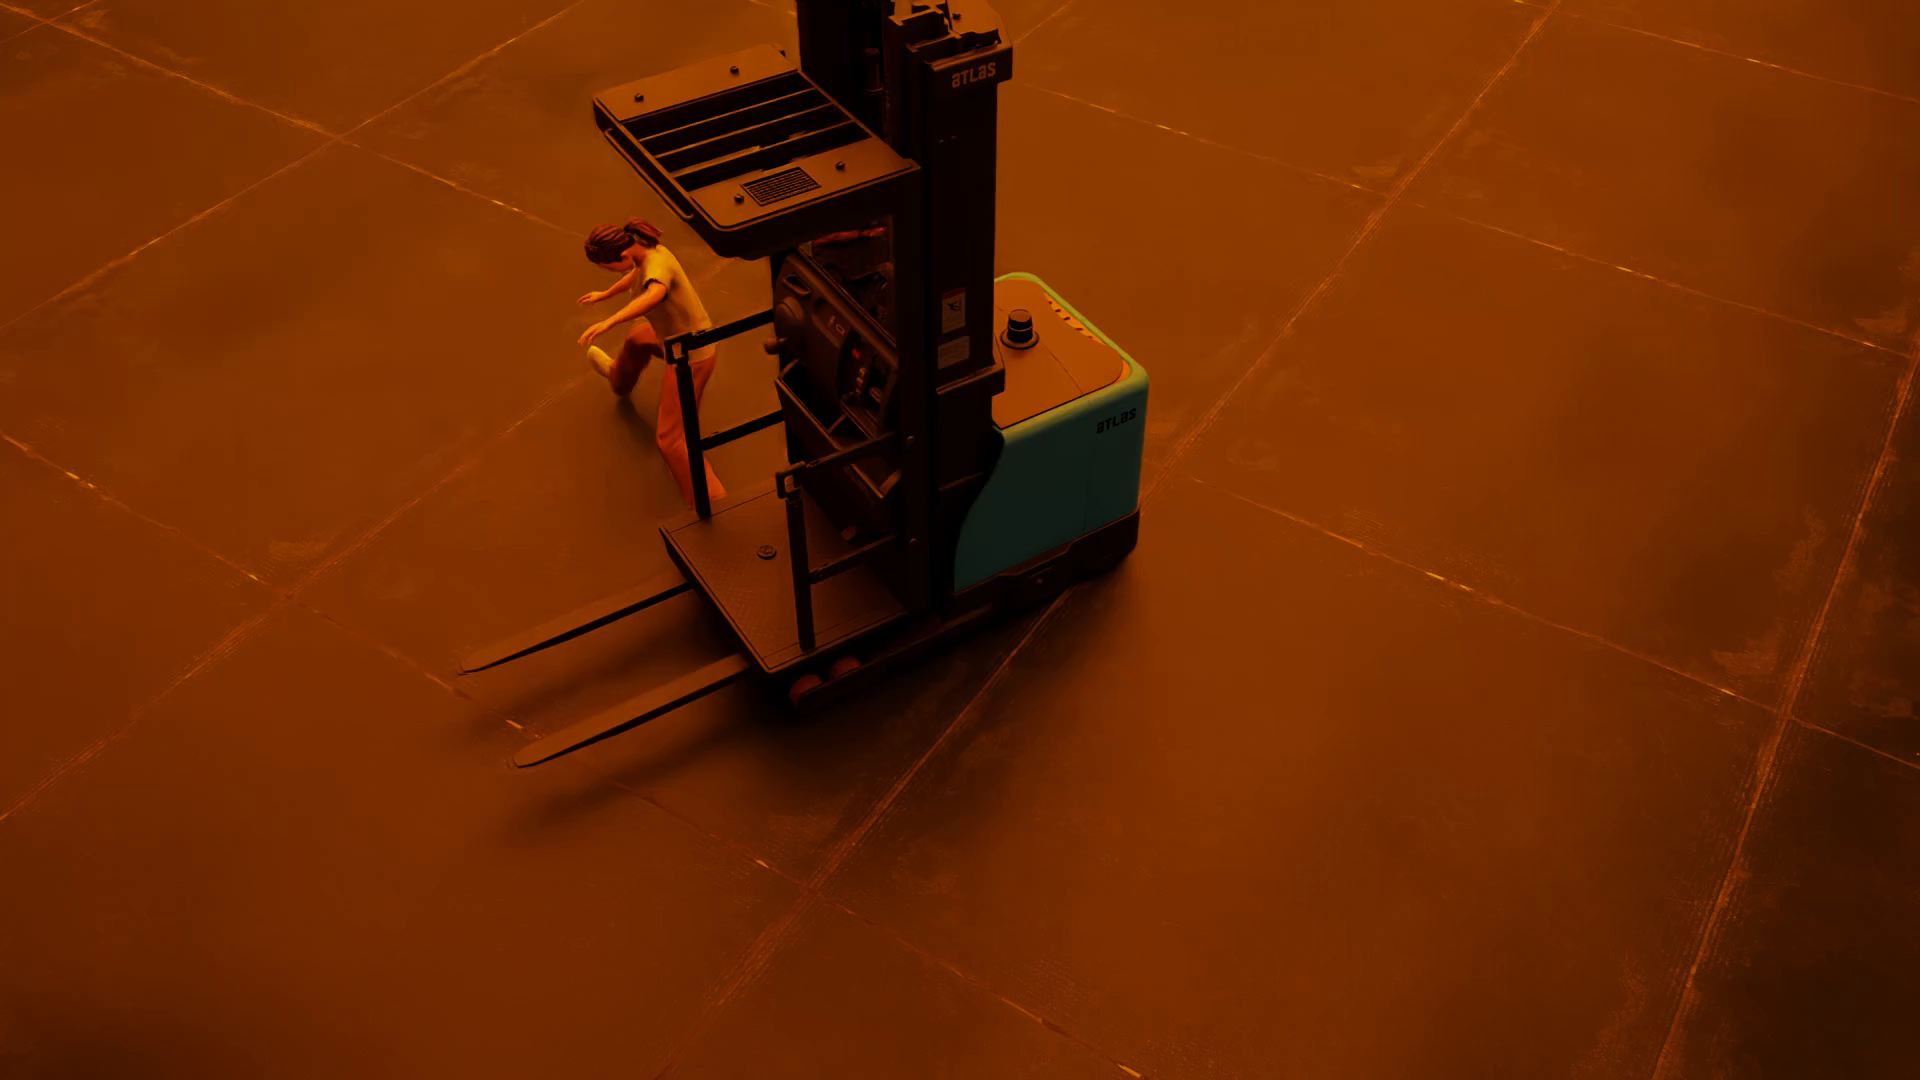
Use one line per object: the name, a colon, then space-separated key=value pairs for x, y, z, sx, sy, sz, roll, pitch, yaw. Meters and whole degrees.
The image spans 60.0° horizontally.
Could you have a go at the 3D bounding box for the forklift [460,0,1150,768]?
forklift: x=-0.681 y=-0.737 z=6.626 sx=3.031 sy=2.935 sz=1.130 roll=-24 pitch=48 yaw=-23

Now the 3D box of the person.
person: x=-1.506 y=-0.900 z=7.968 sx=0.810 sy=1.326 sz=1.263 roll=-2 pitch=44 yaw=-2
